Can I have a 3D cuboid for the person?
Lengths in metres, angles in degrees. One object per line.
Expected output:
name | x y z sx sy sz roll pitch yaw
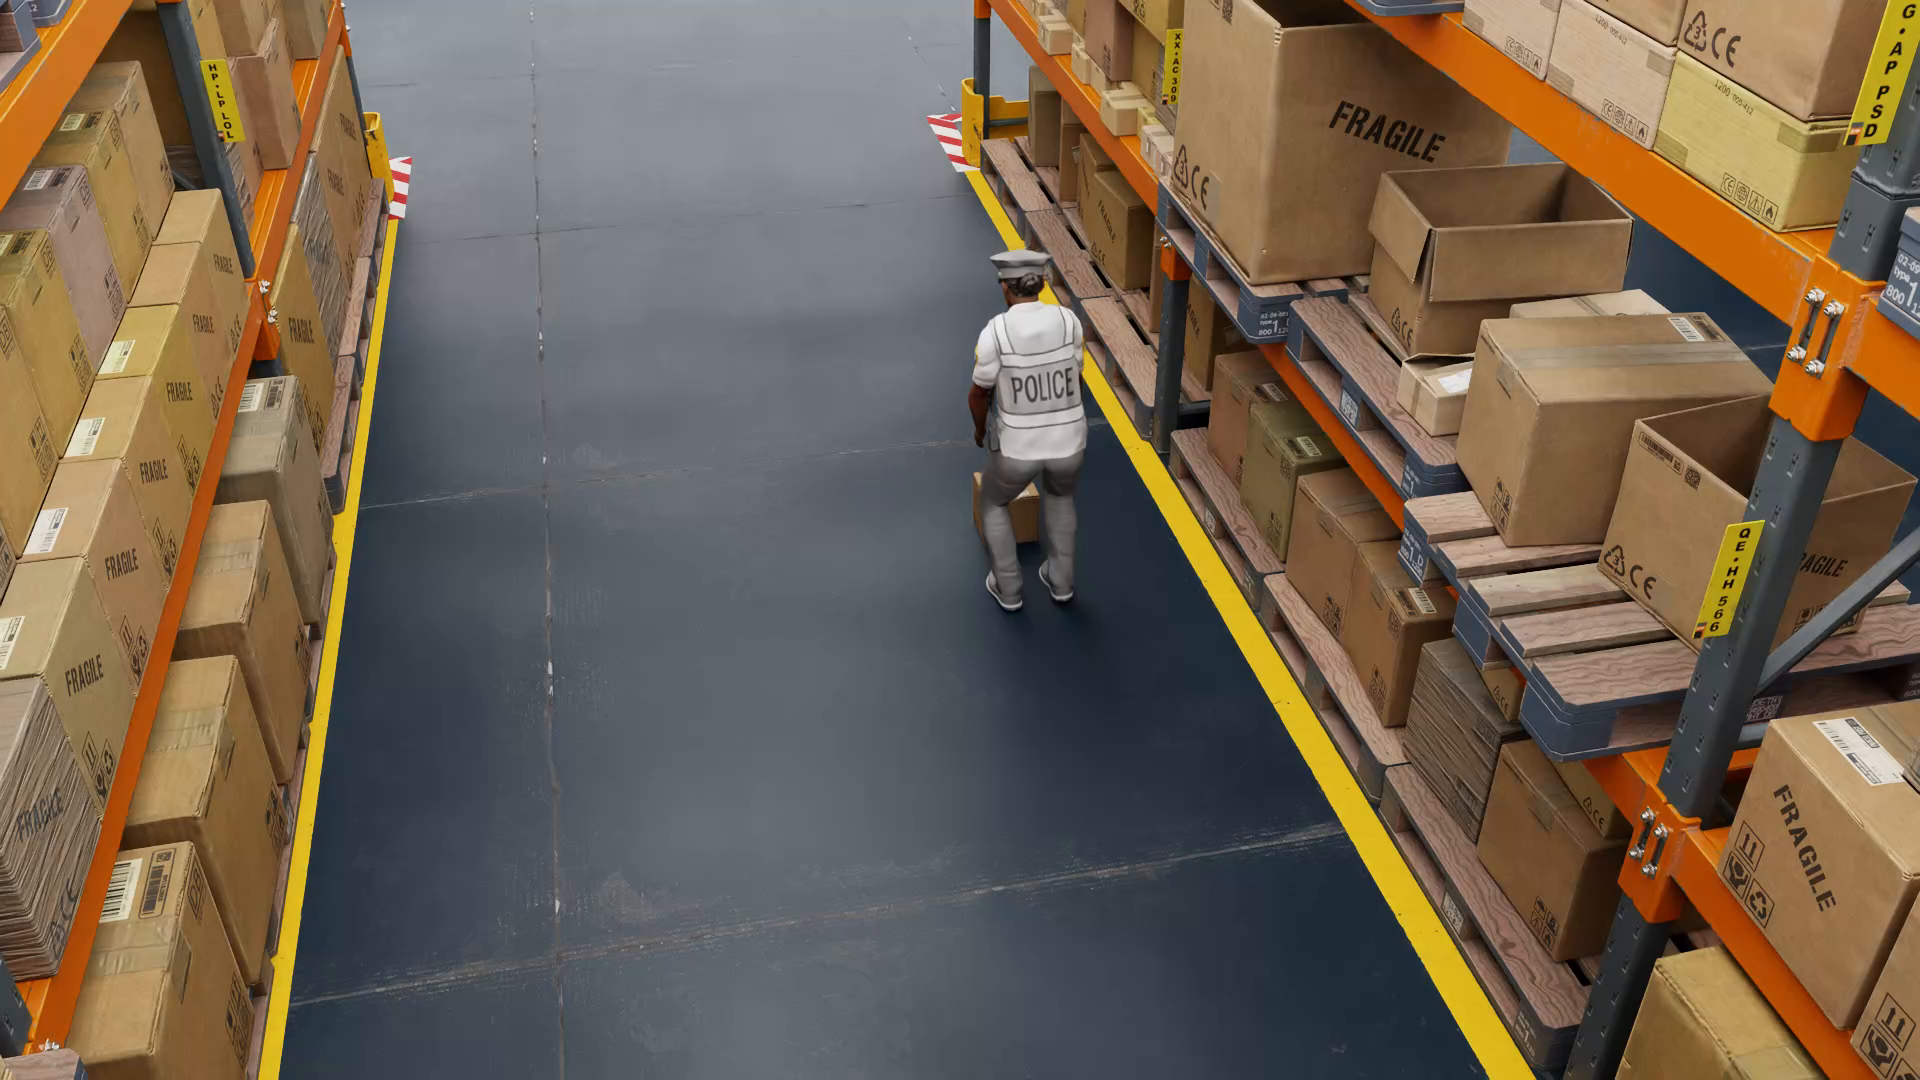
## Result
person | 0.258 -0.446 6.922 0.484 1.528 0.477 -7 35 -10
